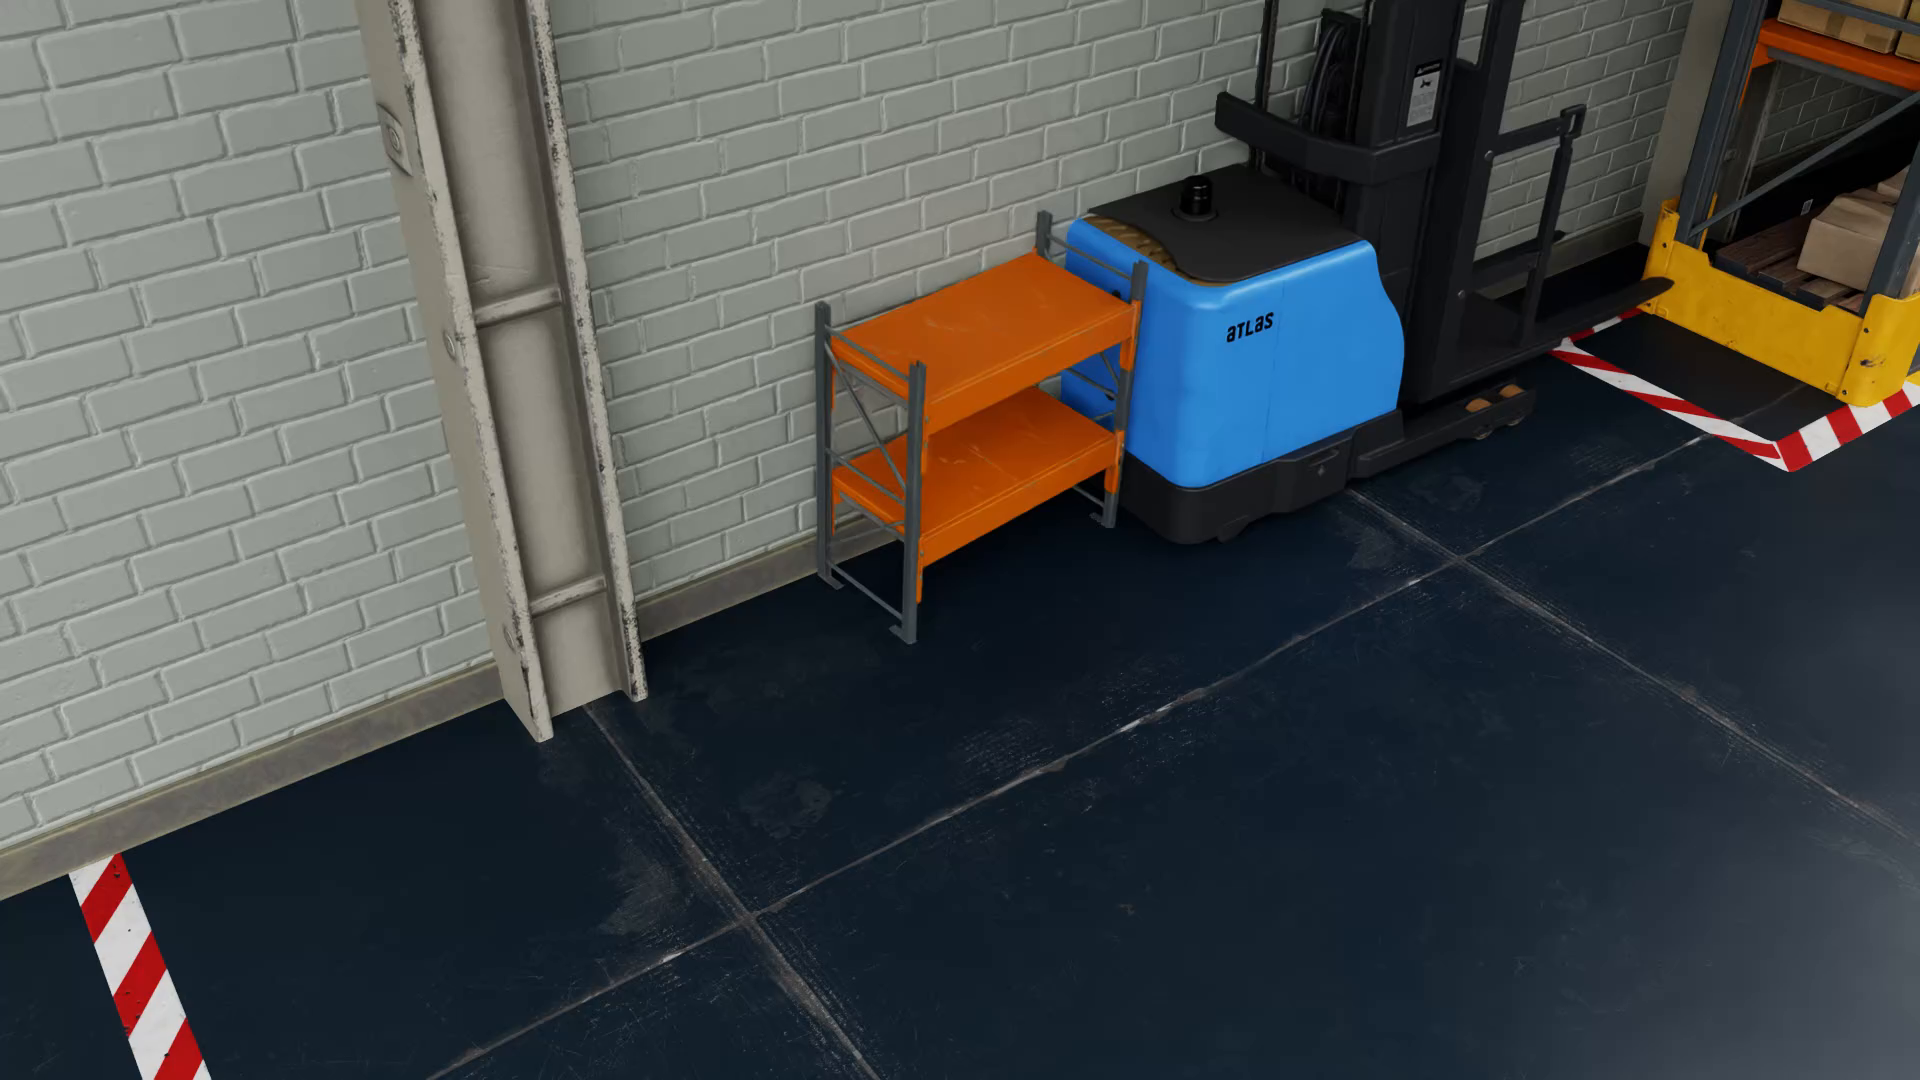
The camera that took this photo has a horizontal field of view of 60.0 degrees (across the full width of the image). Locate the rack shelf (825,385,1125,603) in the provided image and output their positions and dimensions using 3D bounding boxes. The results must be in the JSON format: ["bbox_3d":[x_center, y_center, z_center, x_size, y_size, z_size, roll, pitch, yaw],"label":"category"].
[{"bbox_3d":[0.051,-0.212,5.973,1.000,0.278,0.538,-28,48,-34],"label":"rack shelf"}]

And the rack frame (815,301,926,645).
[{"bbox_3d":[-0.309,-0.203,5.539,0.032,1.125,0.500,-28,48,-34],"label":"rack frame"}]

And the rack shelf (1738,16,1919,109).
[{"bbox_3d":[5.183,-2.456,7.711,4.000,0.370,1.077,-22,41,-28],"label":"rack shelf"}]

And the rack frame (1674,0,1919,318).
[{"bbox_3d":[3.548,-2.075,6.566,0.127,3.000,1.000,-22,41,-28],"label":"rack frame"}]

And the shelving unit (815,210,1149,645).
[{"bbox_3d":[0.062,-0.404,5.822,1.048,1.125,0.538,-28,48,-34],"label":"shelving unit"}]

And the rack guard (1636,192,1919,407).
[{"bbox_3d":[3.610,-1.086,7.331,0.348,0.500,1.175,-22,41,-28],"label":"rack guard"}]

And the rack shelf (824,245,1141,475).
[{"bbox_3d":[0.075,-0.634,5.642,1.000,0.278,0.538,-28,48,-34],"label":"rack shelf"}]

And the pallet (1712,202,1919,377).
[{"bbox_3d":[4.295,-1.225,7.772,1.213,0.211,1.003,-22,41,-28],"label":"pallet"}]

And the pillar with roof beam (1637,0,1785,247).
[{"bbox_3d":[6.102,-3.104,2.859,0.400,9.000,9.100,-22,41,-28],"label":"pillar with roof beam"}]

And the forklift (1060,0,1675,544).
[{"bbox_3d":[1.774,-1.838,6.295,3.031,2.935,1.130,-21,41,-27],"label":"forklift"}]

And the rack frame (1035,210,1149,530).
[{"bbox_3d":[0.433,-0.605,6.106,0.032,1.125,0.500,-28,48,-34],"label":"rack frame"}]

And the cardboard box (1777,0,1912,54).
[{"bbox_3d":[3.819,-2.272,6.951,0.500,0.250,0.500,-22,41,-27],"label":"cardboard box"}]

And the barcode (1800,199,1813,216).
[{"bbox_3d":[3.950,-1.552,7.758,0.075,0.075,0.001,-22,41,-28],"label":"barcode"}]

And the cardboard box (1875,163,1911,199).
[{"bbox_3d":[4.632,-1.544,7.753,0.500,0.311,0.500,-19,40,-24],"label":"cardboard box"}]

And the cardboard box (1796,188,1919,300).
[{"bbox_3d":[4.166,-1.352,7.487,0.500,0.311,0.500,-28,44,-33],"label":"cardboard box"}]

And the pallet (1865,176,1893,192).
[{"bbox_3d":[5.291,-1.633,8.339,1.213,0.211,1.003,-22,41,-28],"label":"pallet"}]

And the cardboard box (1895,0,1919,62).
[{"bbox_3d":[4.130,-2.035,6.622,0.500,0.250,0.500,-24,42,-29],"label":"cardboard box"}]
